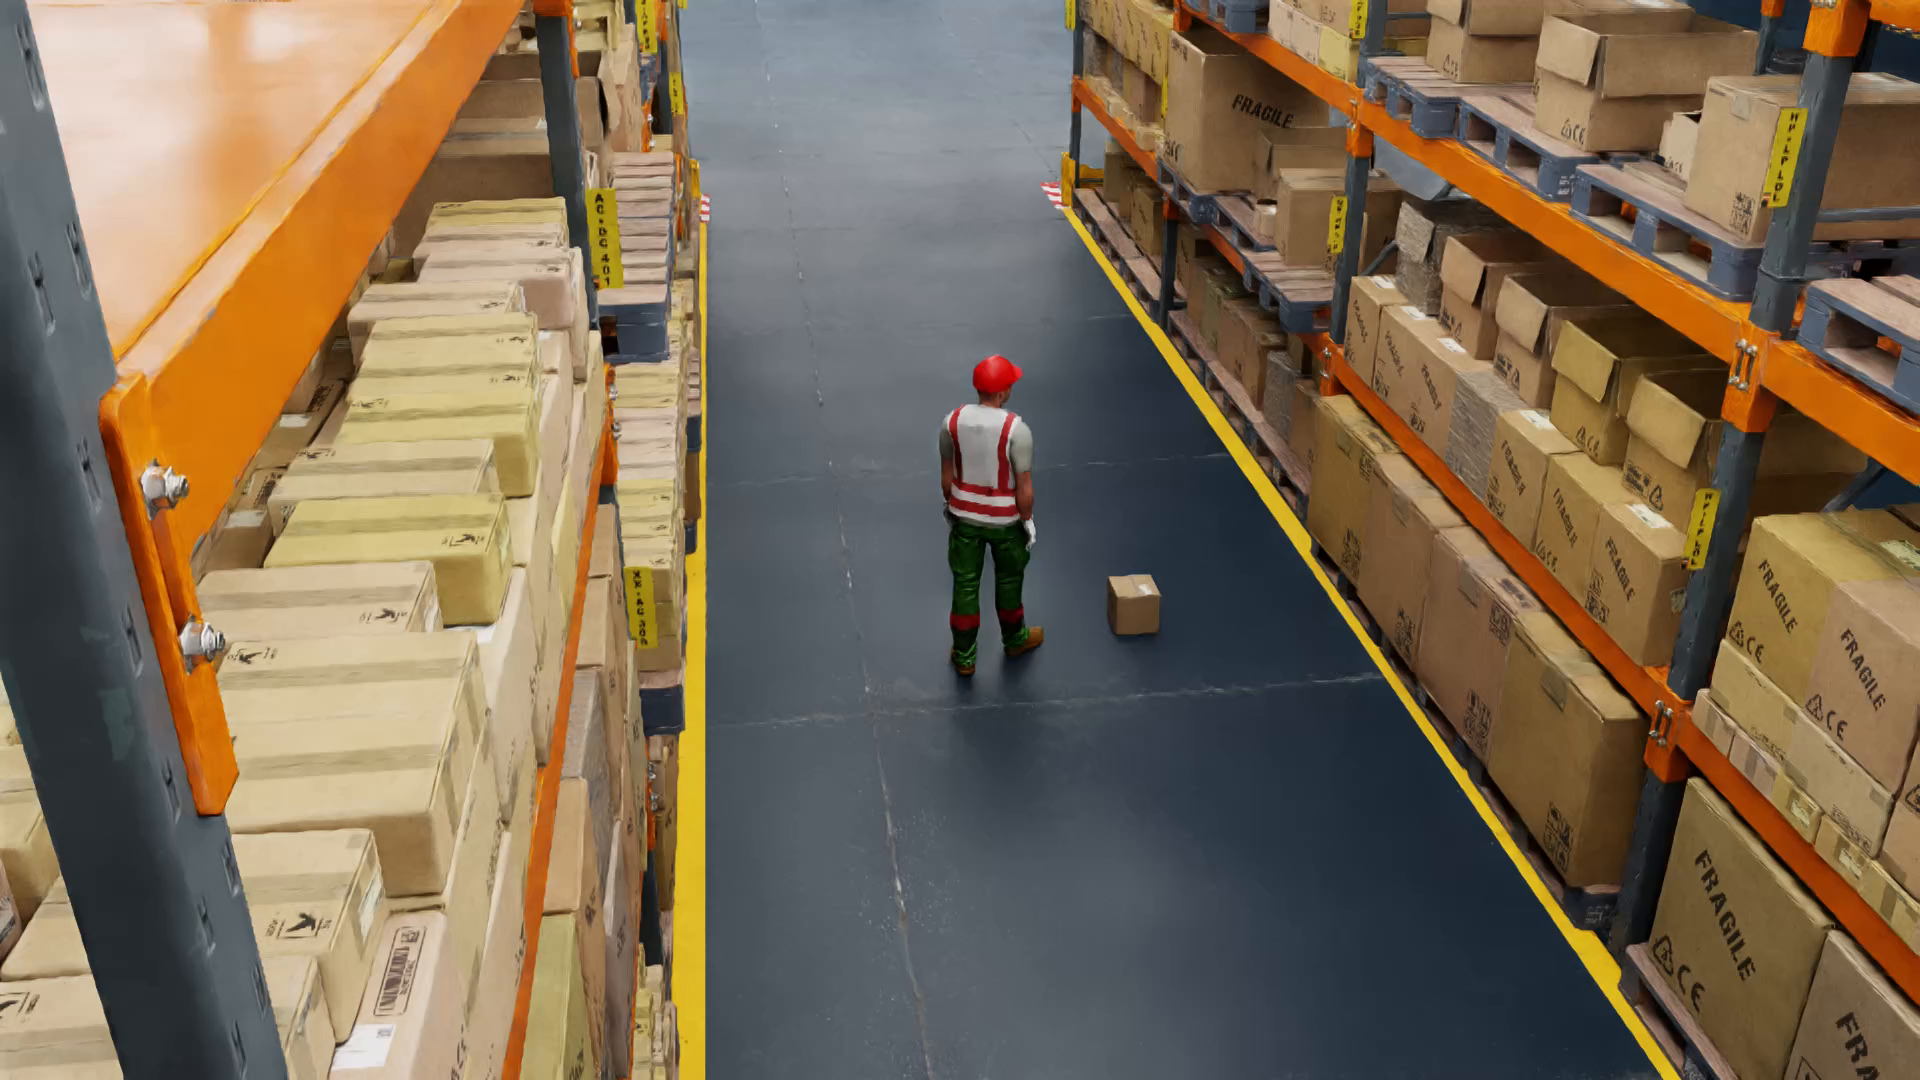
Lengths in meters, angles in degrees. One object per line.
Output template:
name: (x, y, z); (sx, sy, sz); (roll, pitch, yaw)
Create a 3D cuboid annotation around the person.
person: (0.173, -0.159, 8.891); (0.544, 1.792, 0.585); (9, 28, 17)
